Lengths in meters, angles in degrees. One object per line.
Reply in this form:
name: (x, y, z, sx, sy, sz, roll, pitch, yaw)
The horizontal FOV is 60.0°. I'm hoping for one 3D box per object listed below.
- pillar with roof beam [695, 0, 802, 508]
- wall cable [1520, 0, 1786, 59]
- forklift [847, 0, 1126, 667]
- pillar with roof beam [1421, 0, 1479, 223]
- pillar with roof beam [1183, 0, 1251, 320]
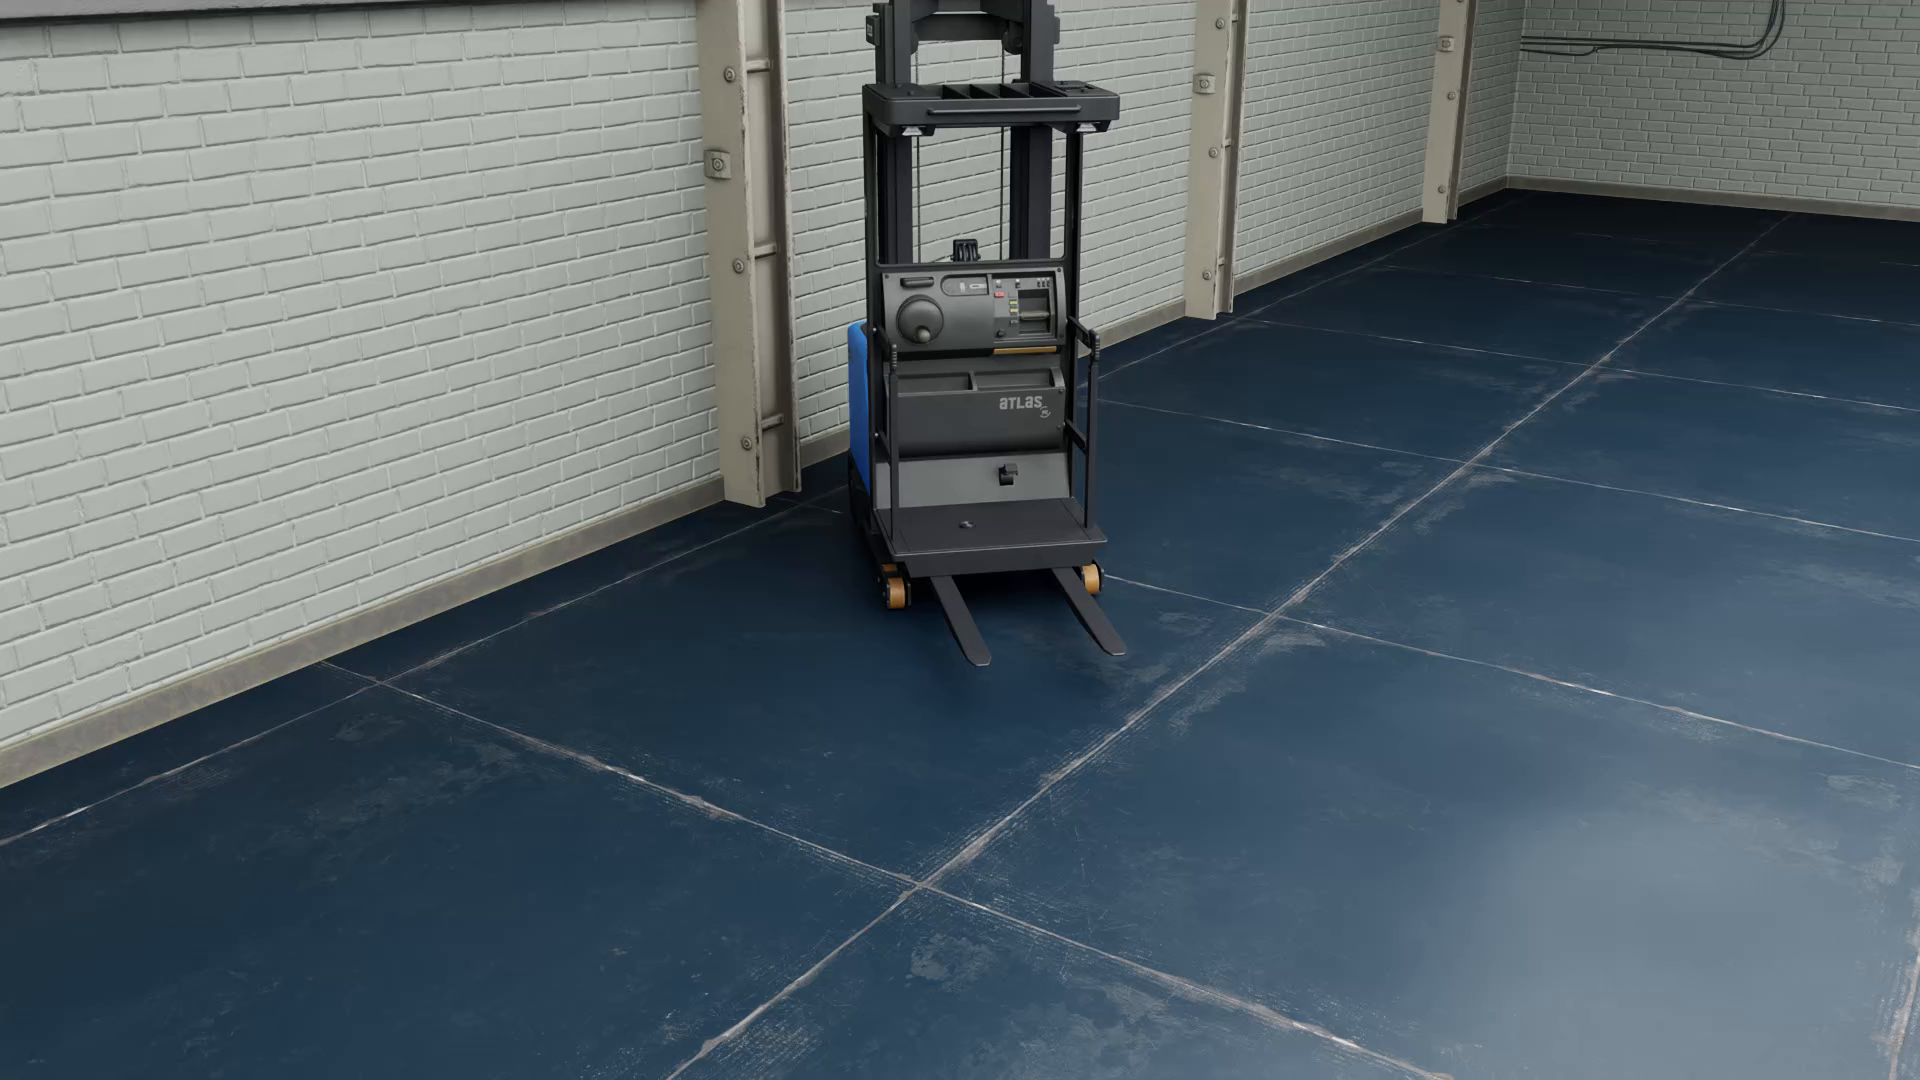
pillar with roof beam: (2.367, -3.657, 6.180, 9.100, 9.000, 0.400, 13, 24, 32)
wall cable: (8.302, -7.071, 19.884, 3.097, 2.526, 0.112, 13, 24, 32)
forklift: (0.115, -1.162, 8.181, 1.130, 2.935, 3.031, -4, 21, -10)
pillar with roof beam: (9.113, -7.100, 15.488, 9.100, 9.000, 0.400, 13, 24, 32)
pillar with roof beam: (5.740, -5.378, 10.834, 9.100, 9.000, 0.400, 13, 24, 32)
